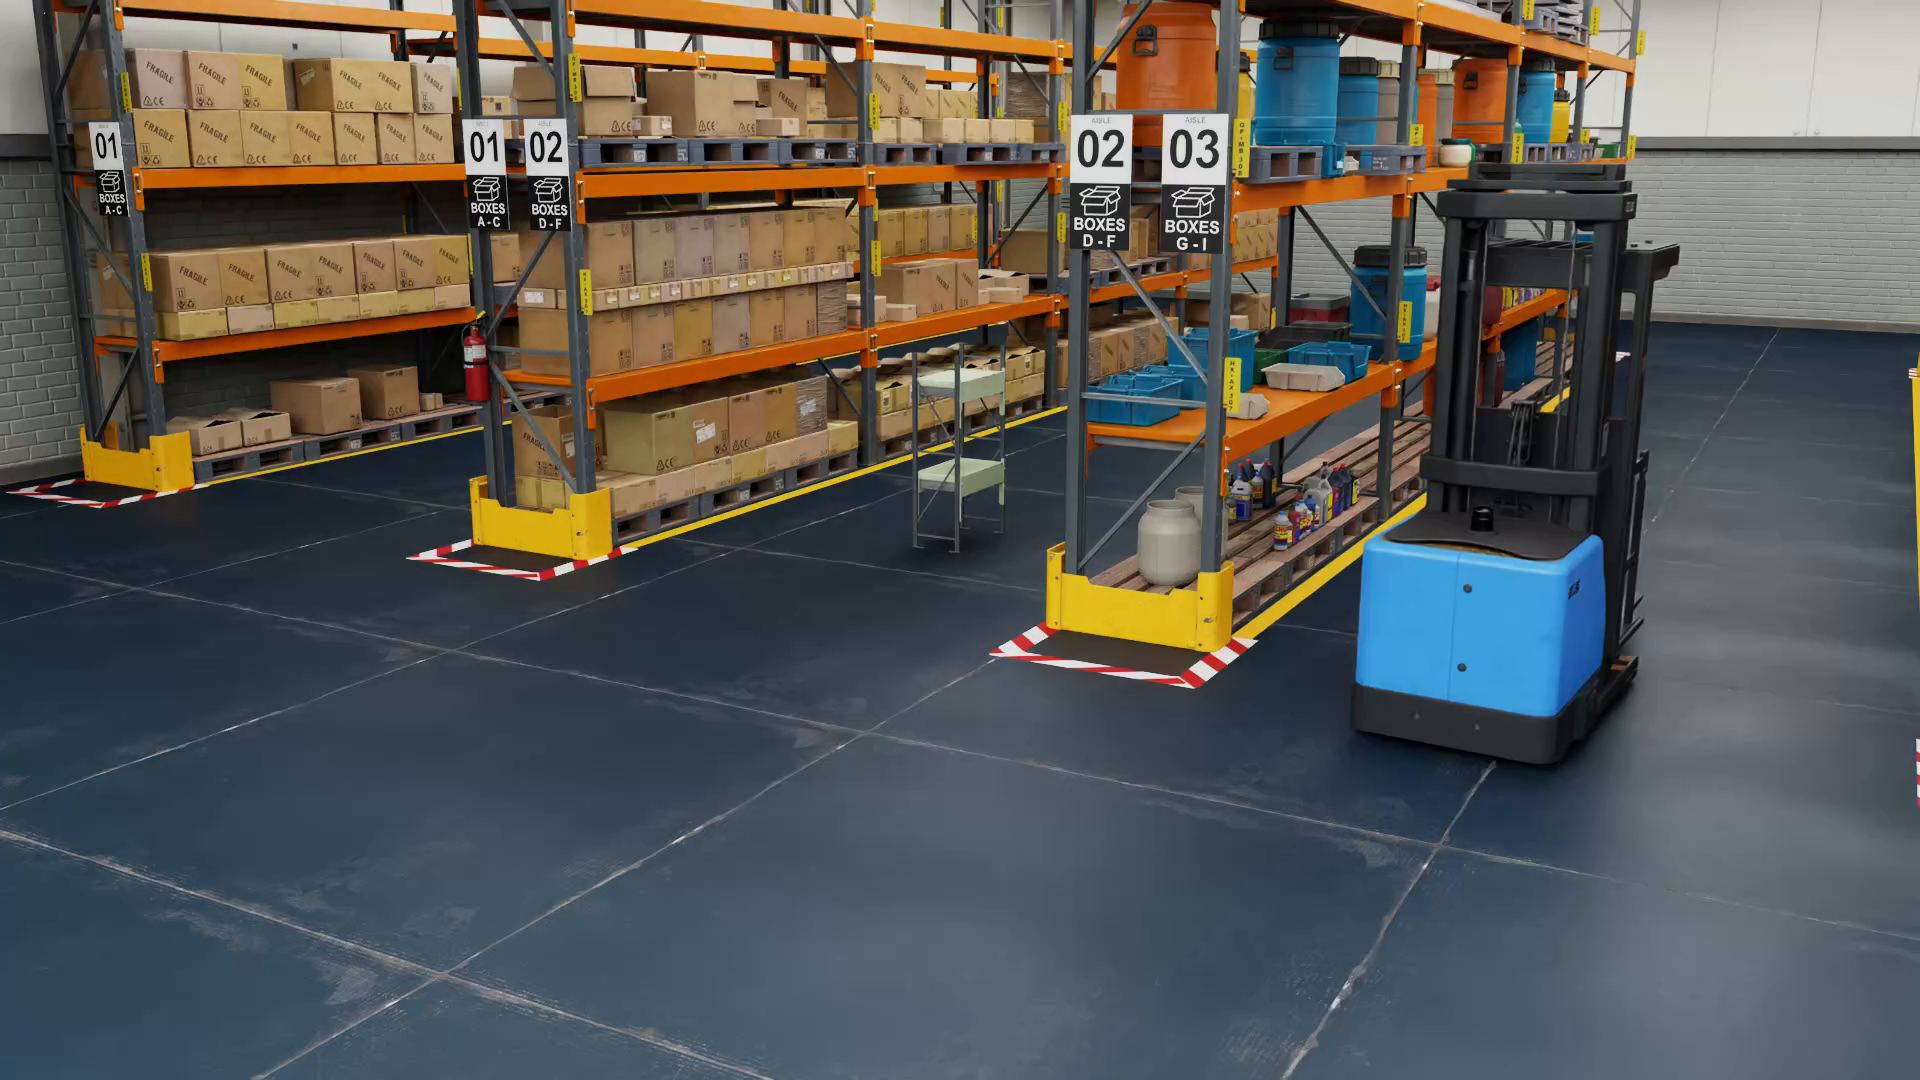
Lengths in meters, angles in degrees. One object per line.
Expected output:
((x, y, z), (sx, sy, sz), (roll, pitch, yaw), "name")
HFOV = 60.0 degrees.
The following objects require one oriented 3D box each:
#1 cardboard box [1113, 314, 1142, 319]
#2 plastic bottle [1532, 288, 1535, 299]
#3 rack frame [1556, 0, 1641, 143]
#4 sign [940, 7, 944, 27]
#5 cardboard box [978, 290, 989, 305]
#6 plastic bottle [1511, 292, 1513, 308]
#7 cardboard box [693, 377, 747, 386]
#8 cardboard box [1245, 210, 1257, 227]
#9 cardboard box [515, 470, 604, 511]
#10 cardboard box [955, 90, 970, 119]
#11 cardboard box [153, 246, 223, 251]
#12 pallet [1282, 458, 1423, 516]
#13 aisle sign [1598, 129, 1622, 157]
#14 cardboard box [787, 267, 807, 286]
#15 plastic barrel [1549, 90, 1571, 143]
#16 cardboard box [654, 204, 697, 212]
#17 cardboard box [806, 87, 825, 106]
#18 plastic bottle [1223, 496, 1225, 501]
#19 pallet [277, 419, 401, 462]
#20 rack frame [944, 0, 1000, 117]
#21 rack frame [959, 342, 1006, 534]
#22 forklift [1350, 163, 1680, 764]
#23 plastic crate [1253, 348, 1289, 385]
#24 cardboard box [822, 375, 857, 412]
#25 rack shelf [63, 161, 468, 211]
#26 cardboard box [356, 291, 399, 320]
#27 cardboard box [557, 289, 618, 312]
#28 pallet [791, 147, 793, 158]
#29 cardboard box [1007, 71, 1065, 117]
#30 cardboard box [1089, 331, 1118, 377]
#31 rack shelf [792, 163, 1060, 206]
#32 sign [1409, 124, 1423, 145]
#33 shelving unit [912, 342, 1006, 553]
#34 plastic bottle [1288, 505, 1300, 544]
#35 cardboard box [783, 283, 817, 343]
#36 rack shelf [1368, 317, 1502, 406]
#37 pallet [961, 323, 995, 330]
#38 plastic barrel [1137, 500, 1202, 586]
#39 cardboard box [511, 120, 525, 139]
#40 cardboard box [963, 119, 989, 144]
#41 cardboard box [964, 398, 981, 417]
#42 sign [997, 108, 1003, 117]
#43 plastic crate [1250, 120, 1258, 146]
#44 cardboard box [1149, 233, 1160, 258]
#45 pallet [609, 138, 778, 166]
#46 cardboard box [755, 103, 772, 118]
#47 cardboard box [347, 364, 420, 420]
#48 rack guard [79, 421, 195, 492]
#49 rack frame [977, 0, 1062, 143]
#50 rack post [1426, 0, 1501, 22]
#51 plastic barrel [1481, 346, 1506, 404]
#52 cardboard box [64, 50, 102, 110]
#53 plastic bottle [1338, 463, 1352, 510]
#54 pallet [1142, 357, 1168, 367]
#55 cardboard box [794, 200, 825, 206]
((2.151, -2.796, 22.628), (0.500, 0.500, 0.500), (7, 15, 26), "cardboard box")
((6.427, -2.876, 18.828), (0.152, 0.276, 0.135), (7, 15, 28), "plastic bottle")
((8.866, -7.044, 23.053), (1.000, 3.000, 0.127), (7, 15, 28), "rack frame")
((-0.289, -8.762, 27.847), (0.100, 0.325, 0.005), (7, 15, 28), "sign")
((0.097, -2.659, 18.197), (0.380, 0.149, 0.250), (9, 16, 32), "cardboard box")
((5.859, -2.585, 17.781), (0.097, 0.201, 0.097), (0, 14, 0), "plastic bottle")
((-2.251, -1.195, 14.962), (0.500, 0.500, 0.500), (7, 15, 28), "cardboard box")
((4.067, -4.892, 24.577), (0.500, 0.500, 0.500), (8, 16, 30), "cardboard box")
((-3.202, -0.418, 13.340), (0.500, 0.250, 0.500), (7, 15, 28), "cardboard box")
((-0.173, -6.971, 26.758), (0.500, 0.500, 0.500), (8, 16, 30), "cardboard box")
((-7.247, -2.492, 15.648), (0.500, 0.500, 0.500), (8, 16, 29), "cardboard box")
((3.411, -0.476, 14.558), (1.003, 0.211, 1.213), (7, 15, 28), "pallet")
((9.157, -5.373, 23.375), (0.394, 0.787, 0.004), (7, 15, 28), "aisle sign")
((-1.585, -2.353, 14.798), (0.380, 0.149, 0.250), (7, 15, 28), "cardboard box")
((6.669, -4.851, 19.057), (0.600, 0.588, 0.600), (0, 14, 0), "plastic barrel")
((-3.682, -4.299, 21.975), (0.500, 0.250, 0.500), (8, 16, 30), "cardboard box")
((-2.280, -6.349, 23.818), (0.500, 0.250, 0.500), (9, 16, 32), "cardboard box")
((1.925, -0.310, 12.631), (0.144, 0.351, 0.185), (8, 16, 30), "plastic bottle")
((-6.490, -1.040, 16.897), (1.003, 0.211, 1.213), (7, 15, 28), "pallet")
((0.194, -8.167, 27.709), (1.000, 3.000, 0.127), (7, 15, 28), "rack frame")
((0.174, -0.803, 13.164), (0.400, 1.500, 0.023), (7, 15, 28), "rack frame")
((3.266, -0.609, 9.306), (1.130, 2.935, 3.031), (9, 16, 32), "forklift")
((2.162, -1.317, 12.547), (0.450, 0.188, 0.662), (7, 15, 28), "plastic crate")
((-1.324, -1.484, 16.562), (0.500, 0.311, 0.500), (7, 15, 28), "cardboard box")
((-6.574, -3.487, 16.231), (1.077, 0.370, 4.000), (7, 15, 28), "rack shelf")
((-6.049, -2.388, 16.814), (0.500, 0.250, 0.500), (7, 15, 28), "cardboard box")
((-2.825, -1.827, 12.616), (0.380, 0.149, 0.250), (7, 15, 28), "cardboard box")
((-2.871, -5.343, 22.801), (1.003, 0.211, 1.213), (8, 16, 31), "pallet")
((0.881, -5.130, 19.167), (0.500, 0.500, 0.500), (7, 15, 28), "cardboard box")
((1.630, -2.319, 20.646), (0.500, 0.500, 0.500), (7, 15, 27), "cardboard box")
((-0.302, -3.747, 17.310), (1.077, 0.370, 4.000), (7, 15, 28), "rack shelf")
((3.541, -3.064, 12.924), (0.100, 0.325, 0.005), (7, 15, 28), "sign")
((-0.003, -0.728, 12.852), (0.431, 1.500, 0.755), (7, 15, 28), "shelving unit")
((2.406, -0.120, 11.988), (0.061, 0.283, 0.133), (8, 16, 29), "plastic bottle")
((-1.728, -2.076, 15.031), (0.700, 0.500, 0.500), (7, 15, 27), "cardboard box")
((4.032, -1.727, 15.331), (1.077, 0.370, 4.000), (7, 15, 28), "rack shelf")
((-0.124, -3.722, 28.022), (1.003, 0.211, 1.213), (7, 15, 28), "pallet")
((1.383, 0.016, 10.979), (0.421, 0.512, 0.421), (0, 14, 0), "plastic barrel")
((-4.975, -4.637, 18.762), (0.500, 0.311, 0.500), (8, 16, 30), "cardboard box")
((-0.030, -4.313, 17.547), (0.500, 0.250, 0.500), (7, 15, 27), "cardboard box")
((-0.114, -1.466, 17.684), (0.500, 0.250, 0.500), (8, 16, 29), "cardboard box")
((0.662, -7.036, 27.699), (0.100, 0.325, 0.005), (7, 15, 28), "sign")
((1.790, -2.721, 11.555), (0.392, 0.384, 0.575), (7, 15, 28), "plastic crate")
((2.615, -4.050, 23.218), (0.500, 0.500, 0.500), (8, 16, 29), "cardboard box")
((-2.250, -3.216, 13.762), (1.003, 0.211, 1.213), (7, 15, 28), "pallet")
((-2.005, -3.731, 14.704), (0.500, 0.311, 0.500), (6, 15, 25), "cardboard box")
((-6.074, -1.570, 17.539), (0.500, 0.500, 0.500), (6, 15, 24), "cardboard box")
((-7.504, -0.768, 15.154), (1.175, 0.500, 0.348), (7, 15, 28), "rack guard")
((0.664, -5.965, 18.576), (1.000, 3.000, 0.127), (7, 15, 28), "rack frame")
((3.942, -5.093, 14.534), (1.013, 1.000, 3.121), (7, 15, 28), "rack post")
((5.766, -1.853, 18.567), (0.600, 0.588, 0.708), (7, 15, 28), "plastic barrel")
((-7.562, -4.089, 14.803), (0.500, 0.500, 0.500), (8, 16, 31), "cardboard box")
((3.006, -0.427, 13.120), (0.144, 0.351, 0.185), (7, 15, 27), "plastic bottle")
((2.238, -2.343, 22.300), (1.003, 0.211, 1.213), (7, 15, 28), "pallet")
((-2.244, -4.664, 23.489), (0.500, 0.250, 0.500), (8, 16, 29), "cardboard box")
